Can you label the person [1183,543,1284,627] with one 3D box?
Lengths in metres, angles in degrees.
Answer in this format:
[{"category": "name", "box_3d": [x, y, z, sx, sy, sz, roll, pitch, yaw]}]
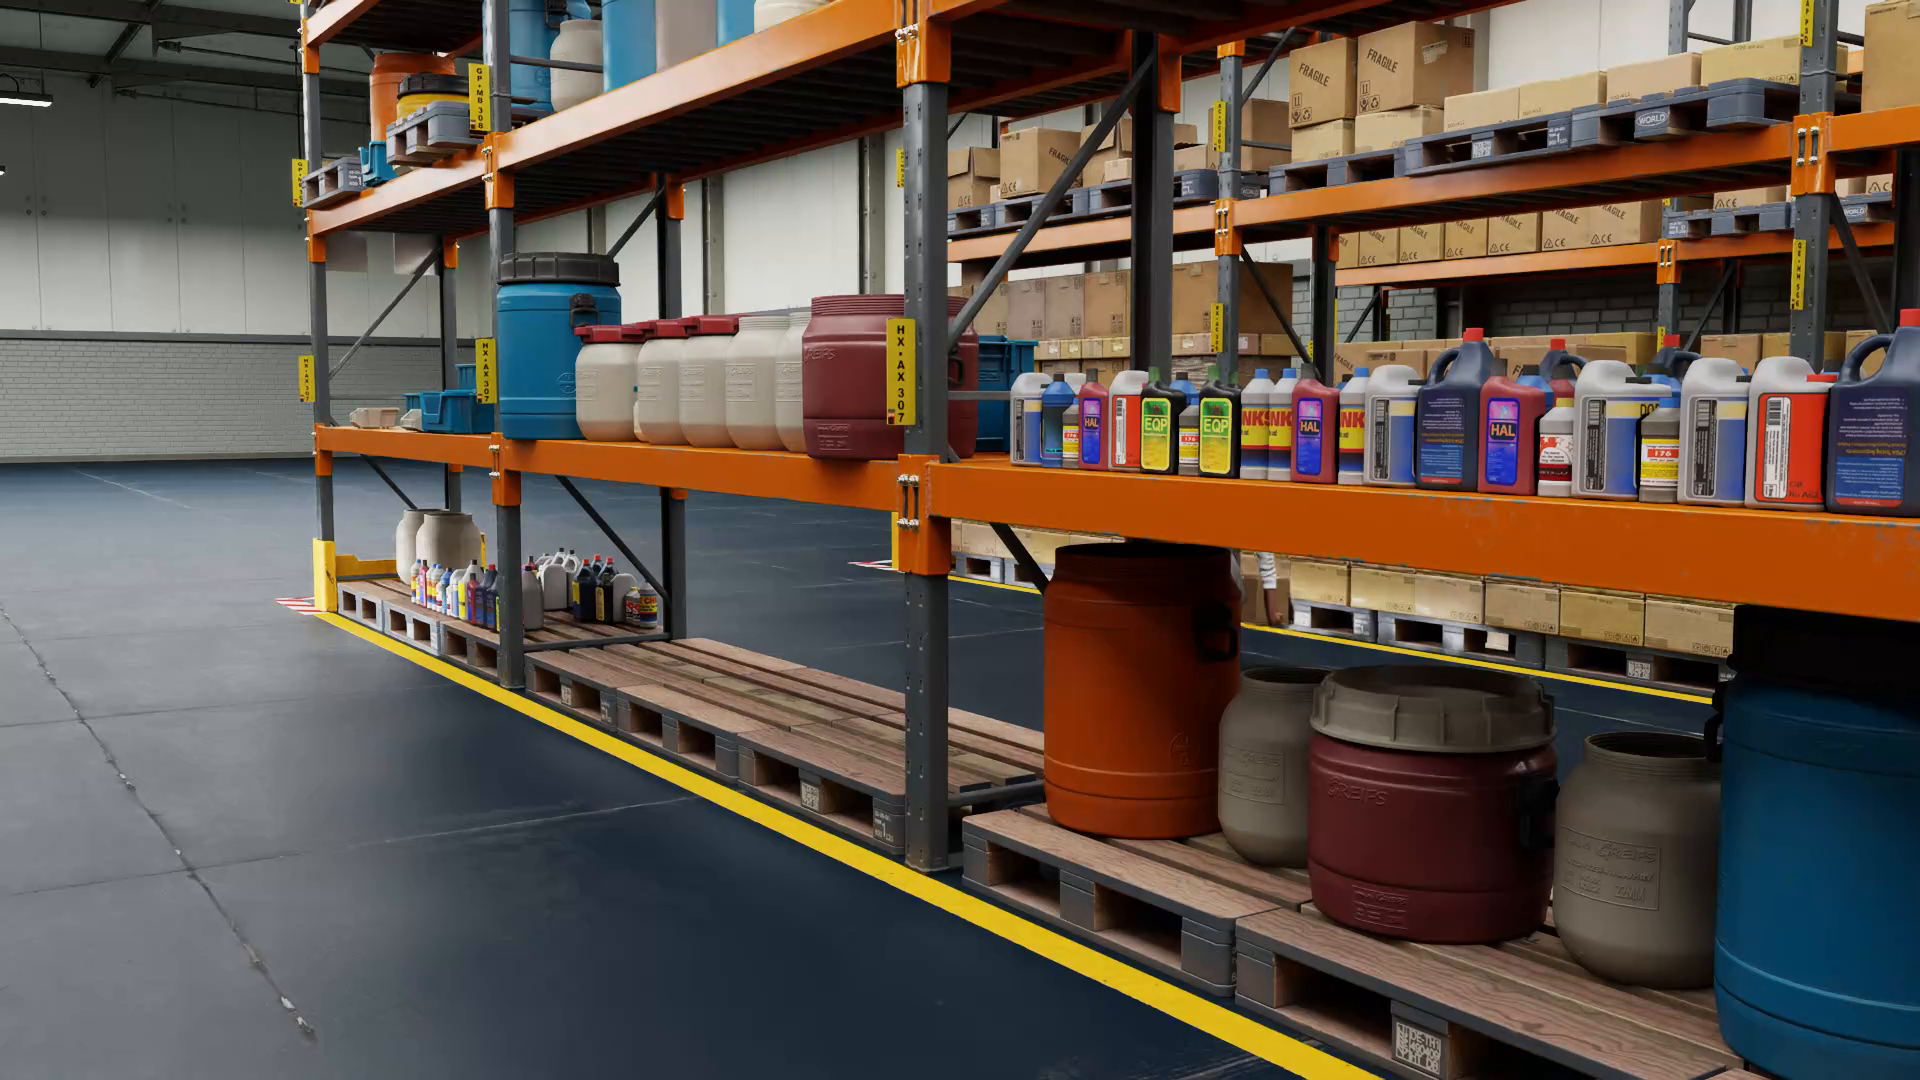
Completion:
[{"category": "person", "box_3d": [1.482, 0.234, 9.075, 0.871, 1.001, 0.392, -4, 6, -36]}]
